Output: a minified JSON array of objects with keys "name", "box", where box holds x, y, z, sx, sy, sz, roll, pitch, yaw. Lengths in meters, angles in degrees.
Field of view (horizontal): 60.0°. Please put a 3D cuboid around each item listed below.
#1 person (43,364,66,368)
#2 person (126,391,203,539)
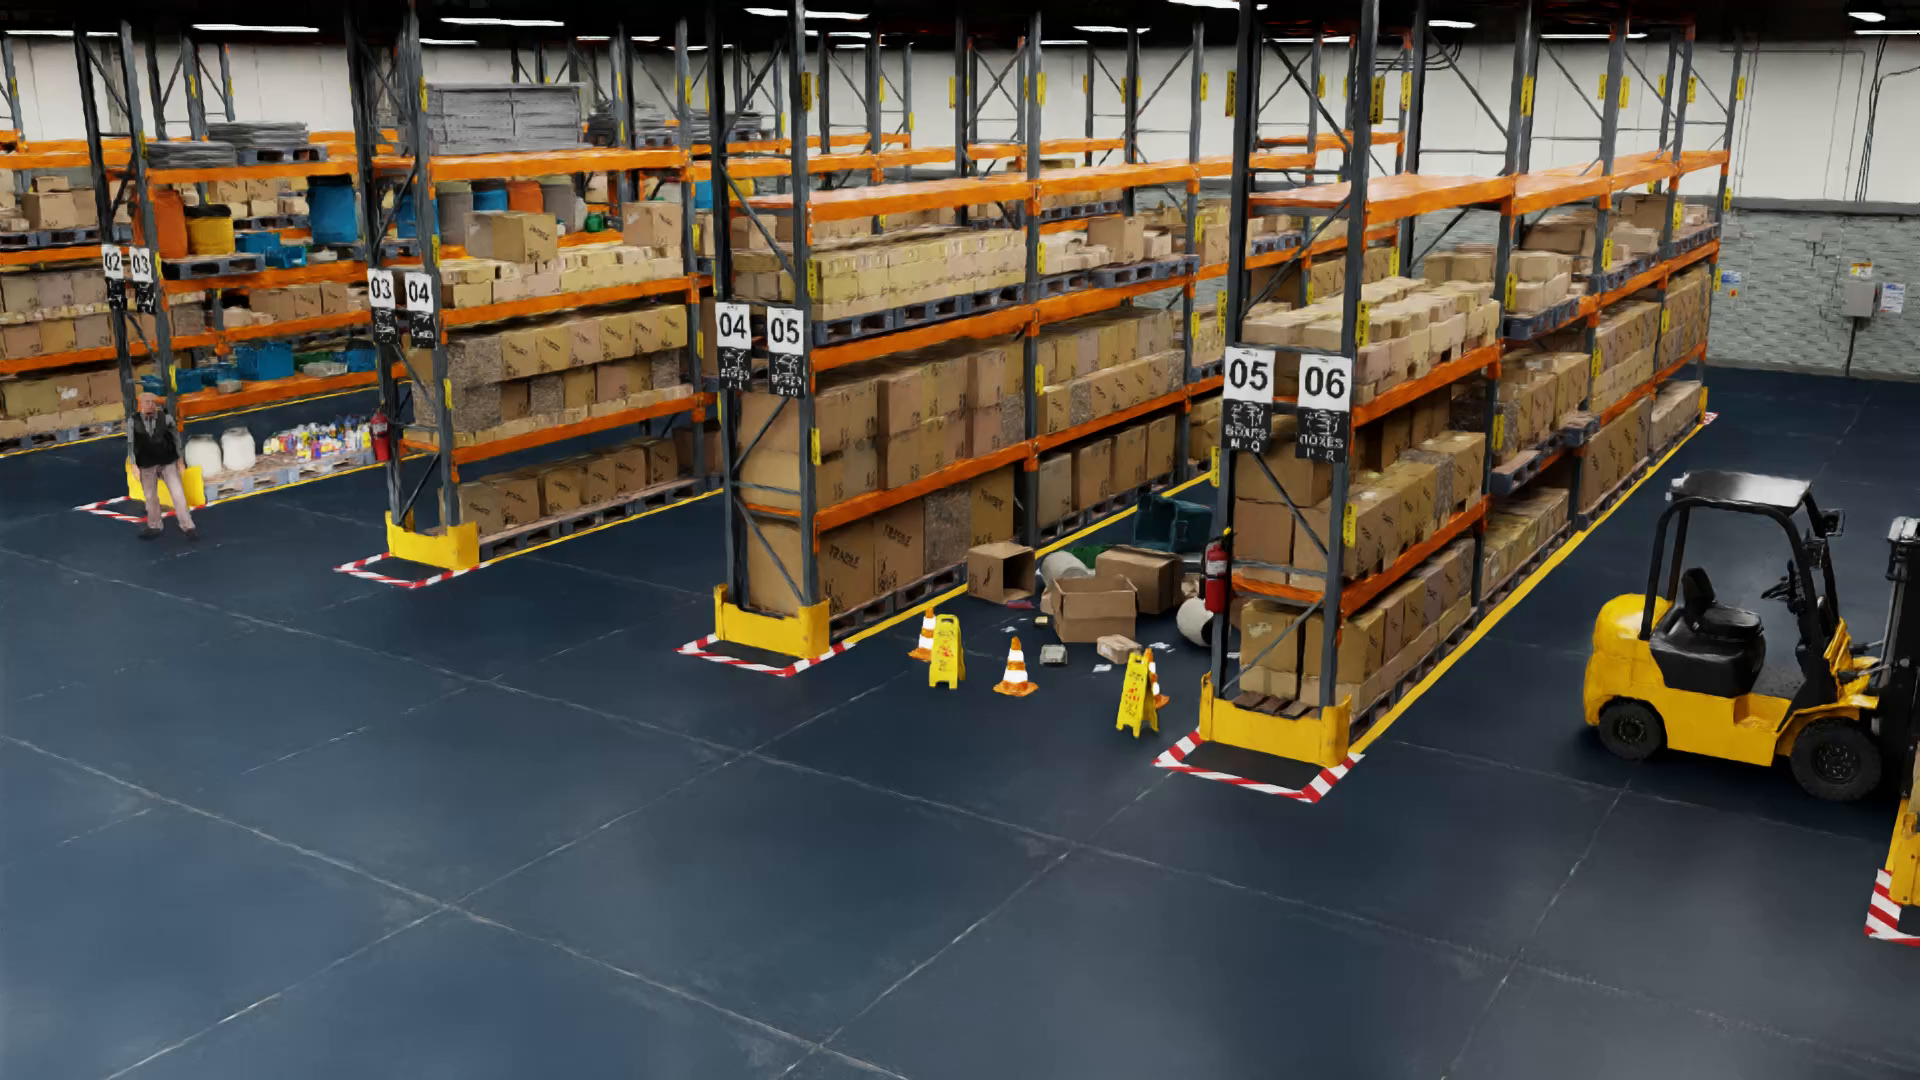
[{"name":"person","box":[-14.306,-2.790,26.056,0.577,1.691,1.121,11,19,34]},{"name":"person","box":[-9.165,-0.858,19.065,0.737,1.712,0.562,-6,17,-20]}]
